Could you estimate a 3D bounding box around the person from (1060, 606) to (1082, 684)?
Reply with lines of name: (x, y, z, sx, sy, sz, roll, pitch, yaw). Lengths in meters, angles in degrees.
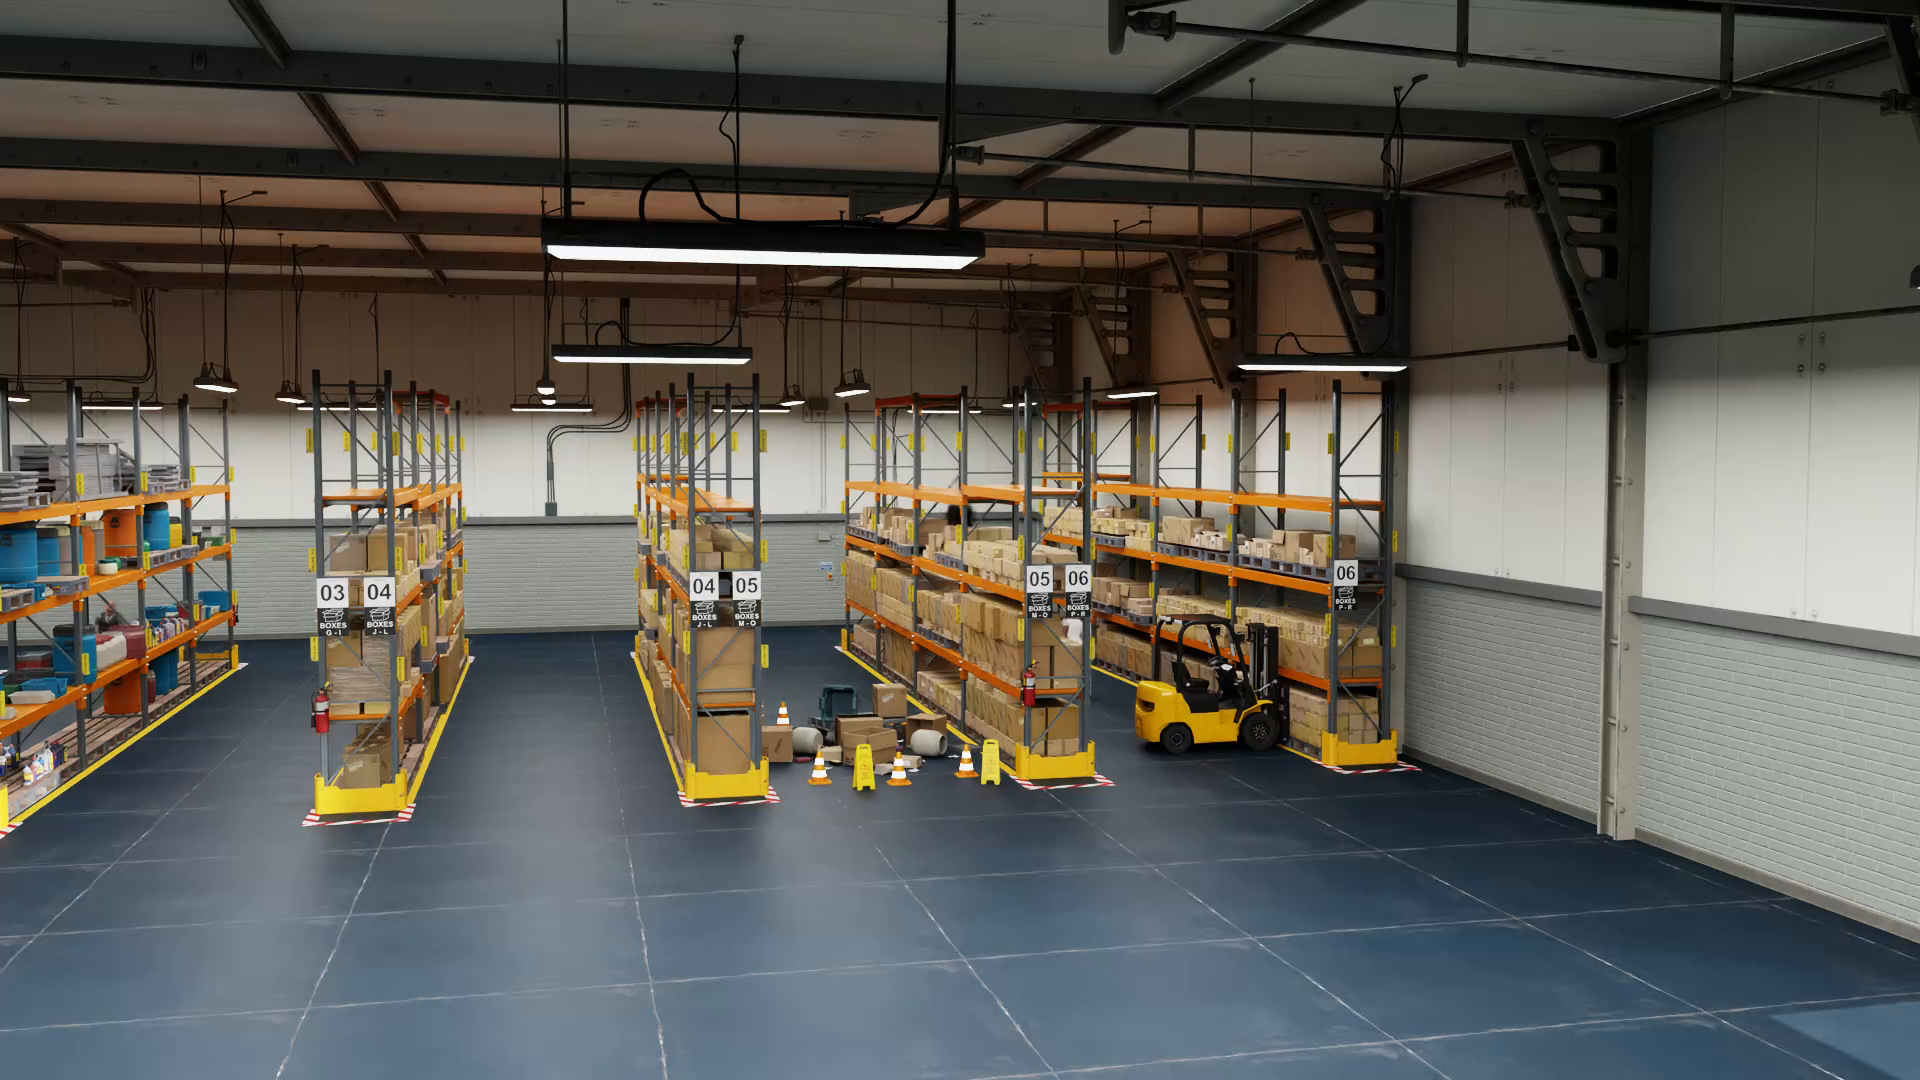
person: (2.236, 2.202, 33.562, 0.702, 1.745, 0.989, -2, 4, -29)

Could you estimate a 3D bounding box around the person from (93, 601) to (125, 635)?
person: (-17.910, 2.121, 34.985, 0.653, 1.681, 0.647, -1, 3, -17)
